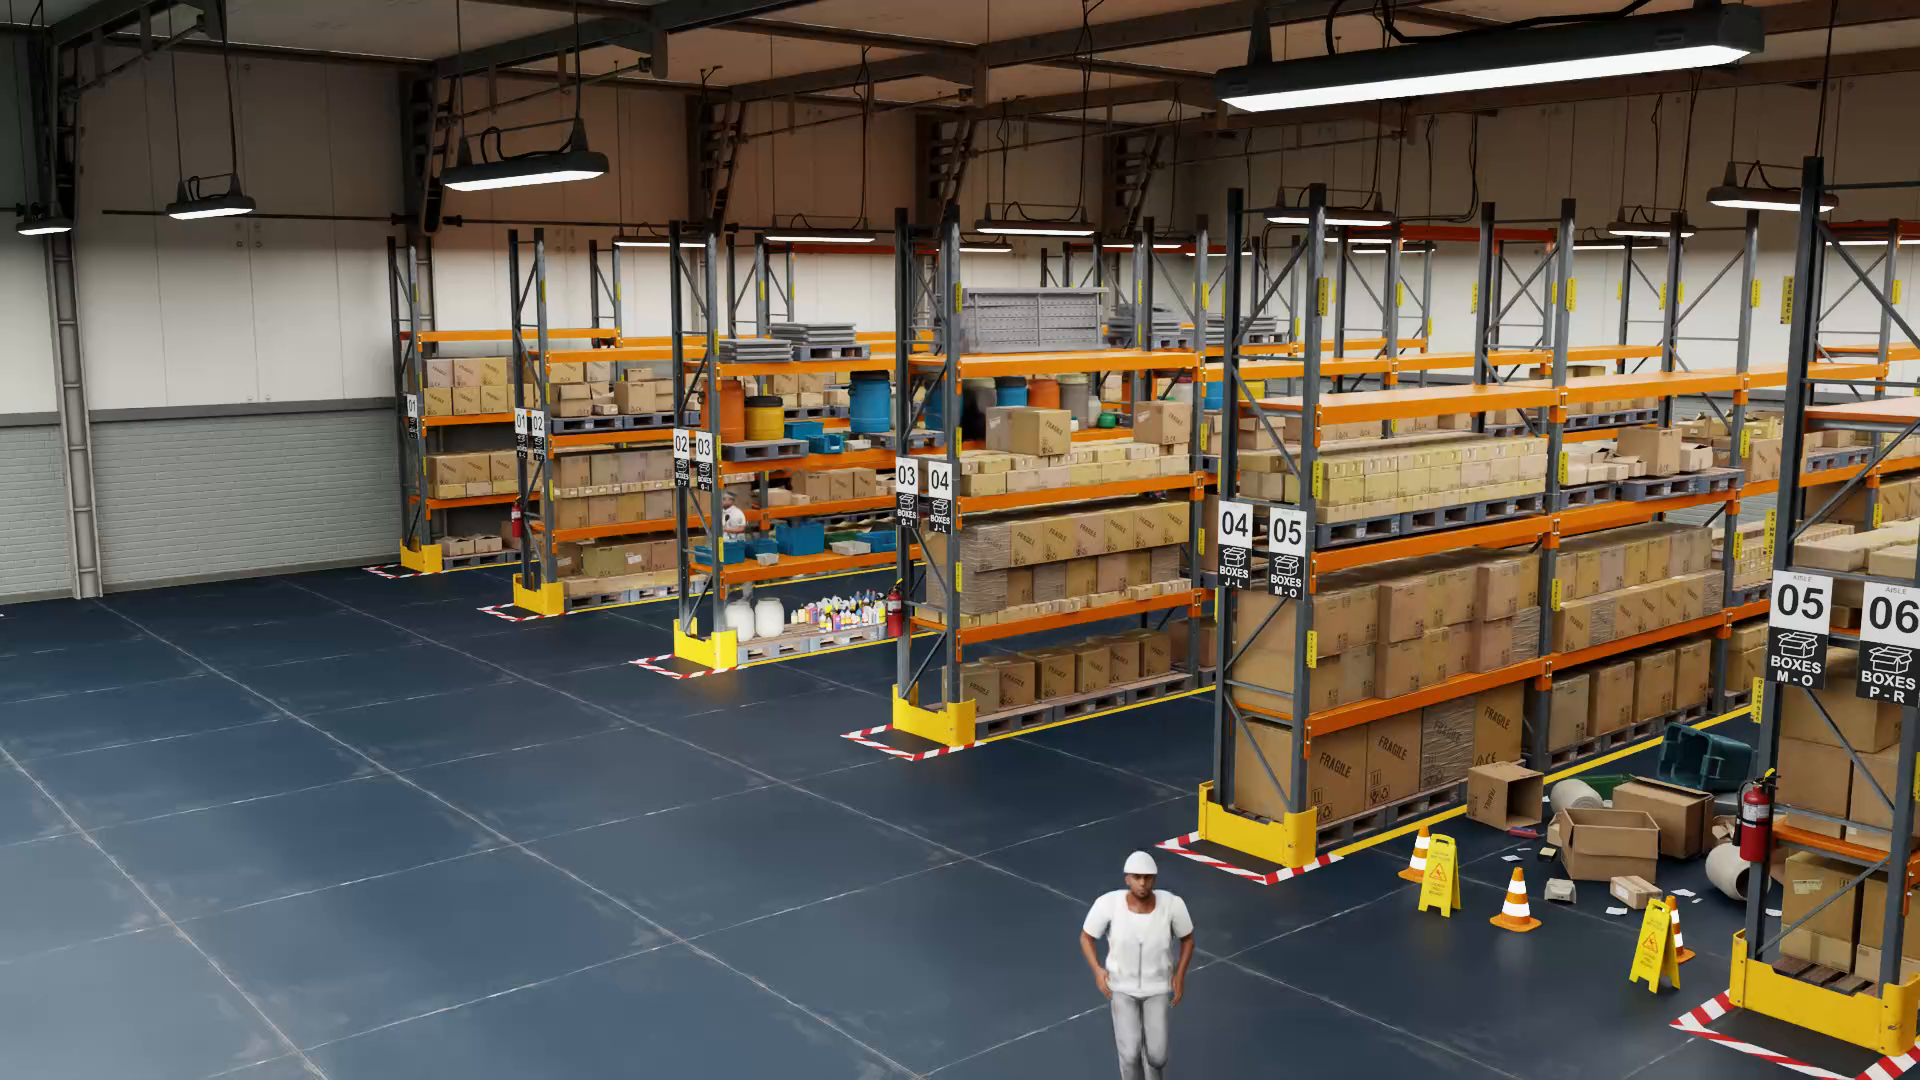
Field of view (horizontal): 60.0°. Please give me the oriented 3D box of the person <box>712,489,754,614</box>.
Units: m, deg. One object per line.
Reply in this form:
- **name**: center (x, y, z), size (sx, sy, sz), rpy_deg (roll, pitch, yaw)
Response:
- **person**: center (-3.442, 0.168, 25.188), size (0.626, 1.898, 0.768), rpy_deg (8, 12, 41)

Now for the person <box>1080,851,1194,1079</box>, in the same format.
- **person**: center (1.094, 2.746, 10.304), size (0.708, 1.726, 0.581), rpy_deg (1, 9, 4)

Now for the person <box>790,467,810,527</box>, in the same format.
- **person**: center (-3.007, -0.604, 32.083), size (0.648, 1.709, 0.934), rpy_deg (8, 12, 41)
